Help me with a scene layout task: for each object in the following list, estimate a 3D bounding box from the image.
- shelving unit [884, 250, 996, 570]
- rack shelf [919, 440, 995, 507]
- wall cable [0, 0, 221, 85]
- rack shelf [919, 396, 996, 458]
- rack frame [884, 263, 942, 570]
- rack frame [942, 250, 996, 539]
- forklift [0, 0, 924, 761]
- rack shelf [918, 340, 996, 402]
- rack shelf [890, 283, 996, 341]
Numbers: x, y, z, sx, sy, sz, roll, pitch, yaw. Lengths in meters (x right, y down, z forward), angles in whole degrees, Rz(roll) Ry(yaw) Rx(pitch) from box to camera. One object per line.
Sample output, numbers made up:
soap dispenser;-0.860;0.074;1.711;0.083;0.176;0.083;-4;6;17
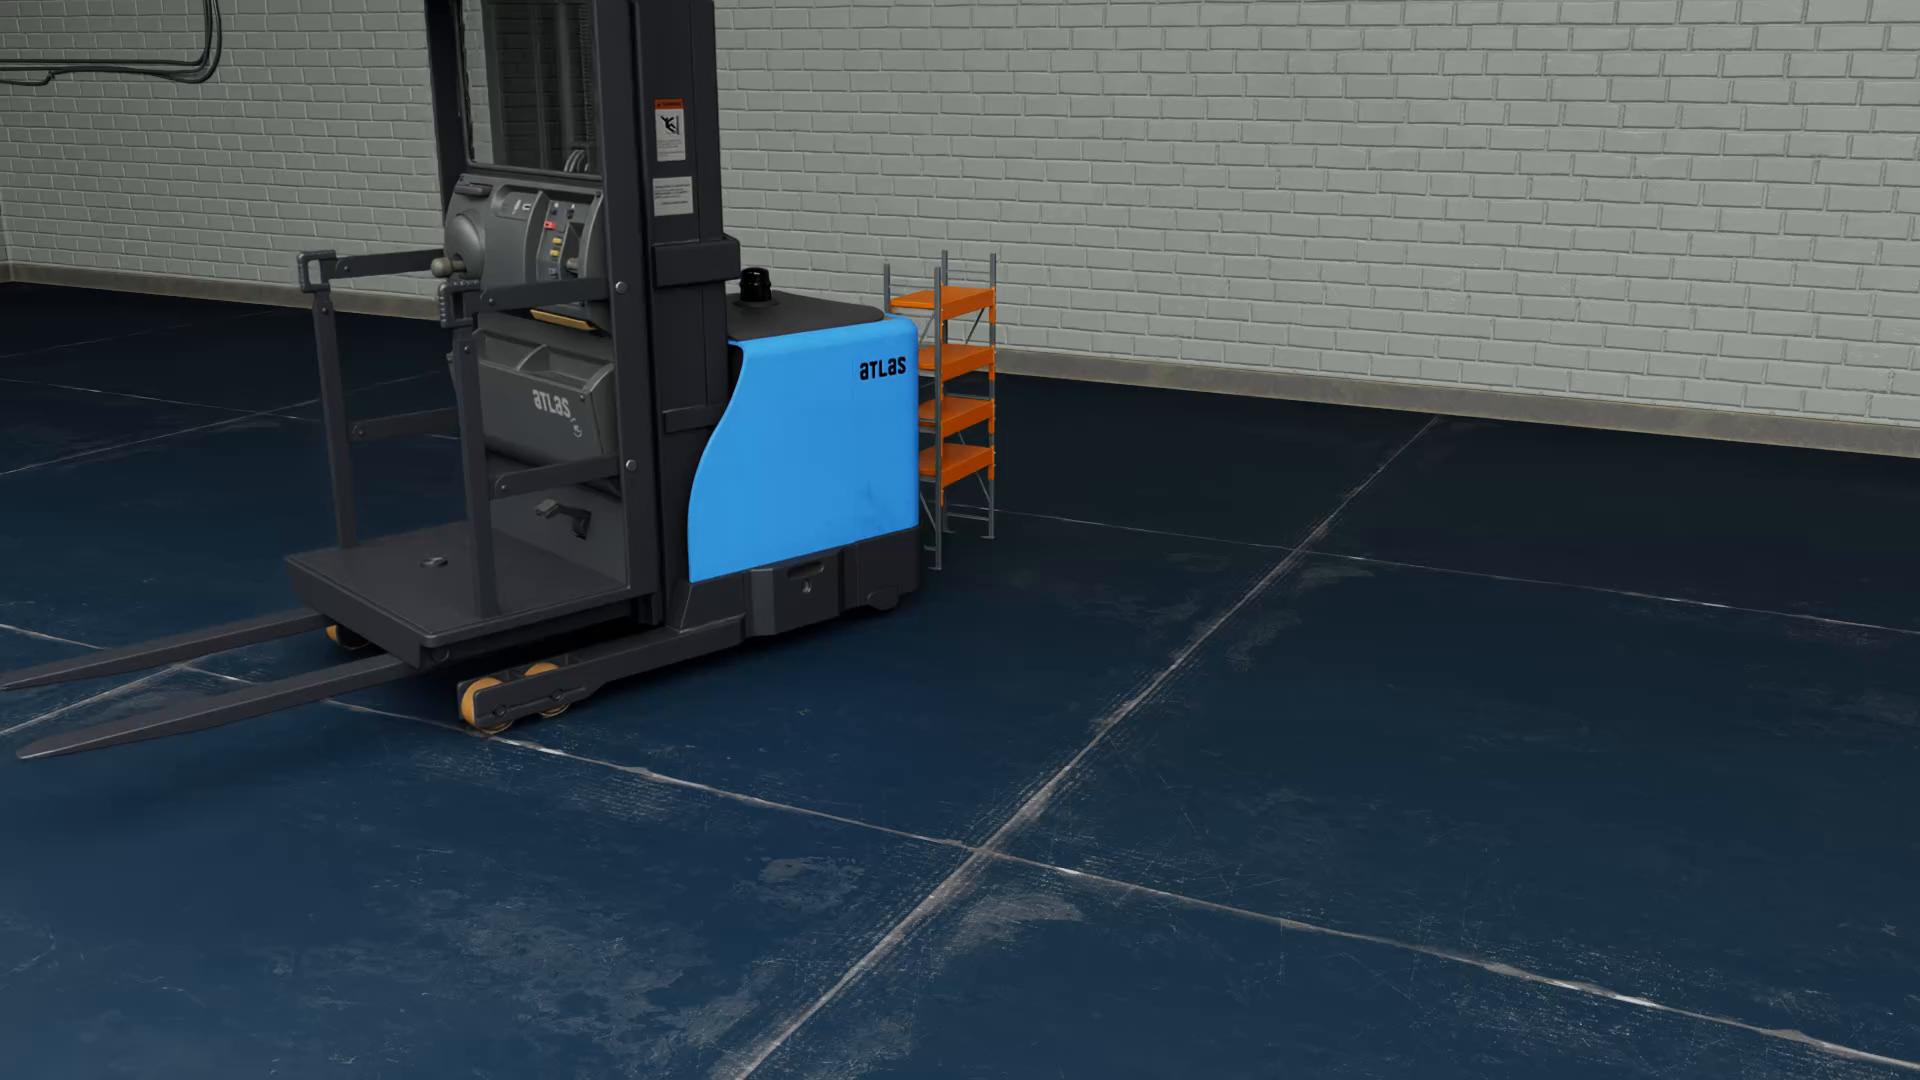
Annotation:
shelving unit;-0.074;-0.533;6.712;0.258;1.200;0.503;8;18;25
rack shelf;-0.074;-0.278;6.787;0.258;0.148;0.480;8;18;25
wall cable;-7.126;-4.933;13.281;3.097;2.526;0.112;8;18;25
rack shelf;-0.074;-0.469;6.731;0.258;0.148;0.480;8;18;25
rack frame;-0.183;-0.471;6.502;0.240;1.200;0.015;8;18;25
rack frame;0.035;-0.595;6.921;0.240;1.200;0.015;8;18;25
forklift;-1.558;-0.984;5.191;3.031;2.935;1.130;-15;22;-41
rack shelf;-0.074;-0.683;6.667;0.258;0.148;0.480;8;18;25
rack shelf;-0.074;-0.910;6.600;0.258;0.148;0.480;8;18;25
